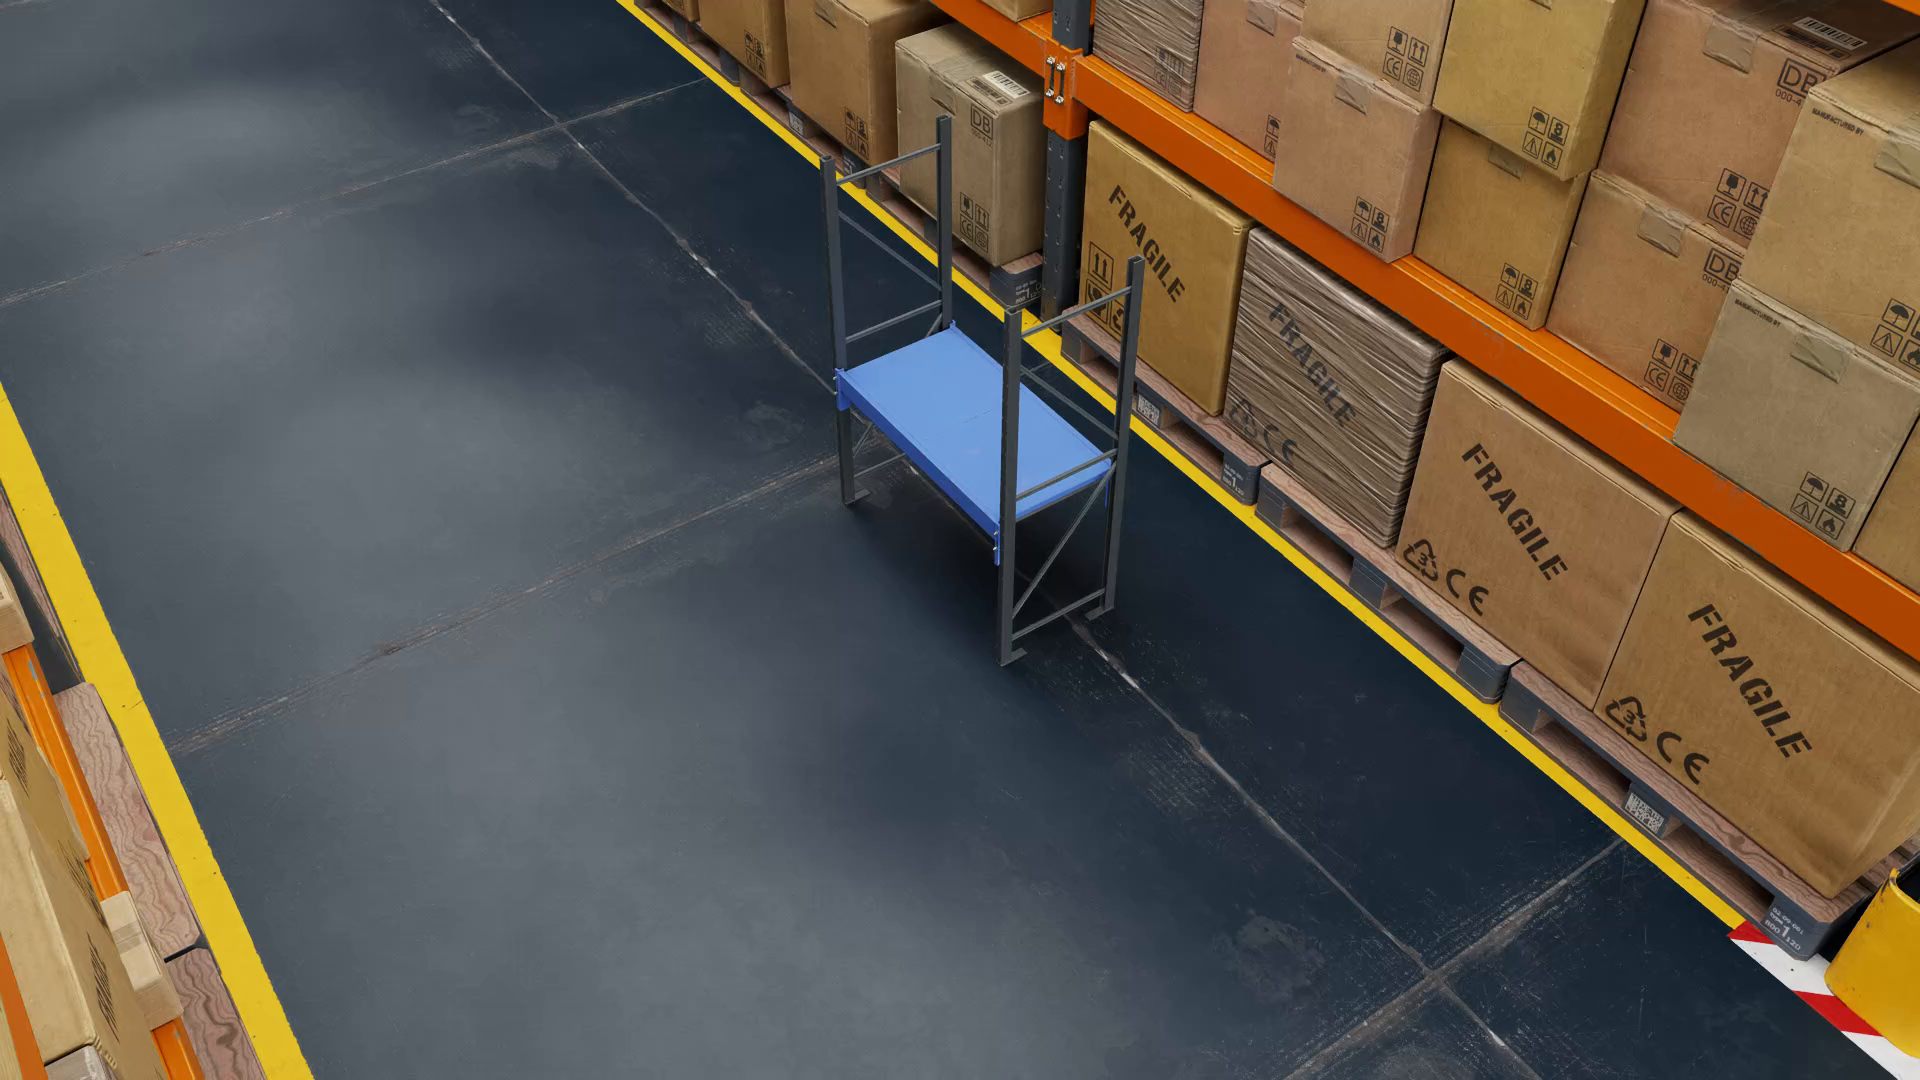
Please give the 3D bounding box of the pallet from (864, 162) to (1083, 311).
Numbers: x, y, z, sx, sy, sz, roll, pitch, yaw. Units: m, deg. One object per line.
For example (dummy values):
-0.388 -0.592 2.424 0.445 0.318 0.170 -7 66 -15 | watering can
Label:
0.289 -1.603 7.776 1.003 0.211 1.213 -26 49 -24 | pallet

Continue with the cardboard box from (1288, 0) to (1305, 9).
1.385 -2.161 5.451 0.875 0.550 0.550 -26 49 -24 | cardboard box

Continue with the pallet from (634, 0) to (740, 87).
-1.107 -2.985 9.224 1.003 0.211 1.213 -26 49 -24 | pallet

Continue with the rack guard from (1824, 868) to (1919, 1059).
3.094 0.979 4.862 1.175 0.500 0.348 -26 49 -24 | rack guard

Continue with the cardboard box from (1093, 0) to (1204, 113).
1.013 -2.054 6.121 0.875 0.550 0.550 -26 49 -24 | cardboard box

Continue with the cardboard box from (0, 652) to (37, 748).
-1.995 0.190 2.867 0.500 0.500 0.500 -26 49 -24 | cardboard box

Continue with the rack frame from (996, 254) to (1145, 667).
0.340 -0.206 5.380 0.500 1.500 0.032 -26 49 -24 | rack frame

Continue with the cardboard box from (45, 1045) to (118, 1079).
-1.137 1.039 1.978 0.500 0.500 0.500 -26 49 -24 | cardboard box

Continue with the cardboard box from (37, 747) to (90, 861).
-2.124 0.650 3.579 0.380 0.149 0.250 -26 49 -24 | cardboard box

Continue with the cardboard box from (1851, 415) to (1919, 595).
2.831 -0.185 4.163 0.875 0.550 0.550 -26 49 -24 | cardboard box

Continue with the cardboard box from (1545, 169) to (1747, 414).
2.281 -0.855 4.865 0.875 0.550 0.550 -26 49 -24 | cardboard box

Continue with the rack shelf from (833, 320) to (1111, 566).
0.049 -0.364 5.806 0.538 0.185 1.000 -26 49 -24 | rack shelf

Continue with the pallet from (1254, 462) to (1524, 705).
1.865 -0.042 6.141 1.003 0.211 1.213 -26 49 -24 | pallet

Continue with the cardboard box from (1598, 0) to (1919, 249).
2.301 -1.255 4.502 0.875 0.550 0.550 -26 49 -24 | cardboard box

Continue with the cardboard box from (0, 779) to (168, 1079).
-1.417 0.753 2.277 0.500 0.500 0.500 -26 49 -24 | cardboard box

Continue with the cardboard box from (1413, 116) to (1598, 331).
1.944 -1.139 5.162 0.875 0.550 0.500 -26 49 -24 | cardboard box

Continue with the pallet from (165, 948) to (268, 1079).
-2.219 1.765 4.249 1.003 0.211 1.213 -26 49 -24 | pallet

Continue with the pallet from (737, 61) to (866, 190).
-0.413 -2.294 8.500 1.003 0.211 1.213 -26 49 -24 | pallet

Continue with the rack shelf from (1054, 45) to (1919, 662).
1.936 -0.811 5.448 1.077 0.370 4.000 -26 49 -24 | rack shelf

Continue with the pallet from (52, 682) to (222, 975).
-2.921 1.073 4.973 1.003 0.211 1.213 -26 49 -24 | pallet

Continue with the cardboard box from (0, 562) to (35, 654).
-2.506 0.203 4.047 0.380 0.149 0.250 -26 49 -24 | cardboard box

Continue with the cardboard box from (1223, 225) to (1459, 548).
1.613 -0.695 6.040 0.875 0.875 0.875 -25 49 -24 | cardboard box

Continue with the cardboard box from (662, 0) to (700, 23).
-1.222 -3.427 8.993 1.050 0.750 0.750 -26 50 -25 | cardboard box

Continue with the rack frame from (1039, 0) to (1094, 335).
0.792 -2.204 6.387 1.000 3.000 0.127 -26 49 -24 | rack frame

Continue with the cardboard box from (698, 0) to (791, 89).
-0.719 -2.933 8.476 1.050 0.750 0.750 -25 49 -24 | cardboard box

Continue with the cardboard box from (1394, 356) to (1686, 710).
2.133 -0.177 5.498 0.875 0.875 0.875 -26 50 -25 | cardboard box

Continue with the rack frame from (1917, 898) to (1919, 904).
3.080 0.061 4.013 1.000 3.000 0.127 -26 49 -24 | rack frame

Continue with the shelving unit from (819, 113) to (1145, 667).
0.049 -0.494 5.682 0.538 1.500 1.048 -26 49 -24 | shelving unit

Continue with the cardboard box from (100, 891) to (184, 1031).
-1.792 0.911 3.306 0.380 0.149 0.250 -26 49 -24 | cardboard box

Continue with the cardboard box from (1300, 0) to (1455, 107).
1.581 -1.801 5.073 0.875 0.550 0.550 -26 49 -24 | cardboard box

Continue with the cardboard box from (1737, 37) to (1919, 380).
2.510 -0.884 4.113 0.875 0.550 0.550 -26 49 -24 | cardboard box

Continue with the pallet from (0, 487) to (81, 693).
-3.781 0.266 5.818 1.003 0.211 1.213 -26 49 -24 | pallet

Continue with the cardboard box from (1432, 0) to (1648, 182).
1.891 -1.504 4.762 0.875 0.550 0.500 -26 49 -24 | cardboard box

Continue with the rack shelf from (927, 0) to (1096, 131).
-0.352 -3.077 7.821 1.077 0.370 4.000 -26 49 -24 | rack shelf

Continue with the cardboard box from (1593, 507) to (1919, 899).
2.638 0.320 4.977 0.875 0.875 0.875 -25 49 -24 | cardboard box

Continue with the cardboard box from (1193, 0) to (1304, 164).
1.346 -1.752 5.804 0.875 0.550 0.550 -26 49 -24 | cardboard box

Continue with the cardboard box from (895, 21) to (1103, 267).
0.363 -1.858 7.349 1.050 0.750 0.750 -26 49 -25 | cardboard box

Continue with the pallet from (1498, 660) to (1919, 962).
2.559 0.648 5.418 1.003 0.211 1.213 -26 49 -24 | pallet

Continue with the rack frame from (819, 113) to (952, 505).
-0.242 -0.782 5.983 0.500 1.500 0.032 -26 49 -24 | rack frame

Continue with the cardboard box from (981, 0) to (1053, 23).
0.274 -2.430 6.551 0.500 0.500 0.500 -26 49 -25 | cardboard box

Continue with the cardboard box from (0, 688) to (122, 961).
-1.704 0.470 2.573 0.500 0.500 0.500 -26 49 -24 | cardboard box

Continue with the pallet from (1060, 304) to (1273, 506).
1.163 -0.734 6.866 1.003 0.211 1.213 -26 49 -24 | pallet

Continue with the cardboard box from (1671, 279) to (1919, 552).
2.498 -0.488 4.480 0.875 0.550 0.550 -26 49 -24 | cardboard box

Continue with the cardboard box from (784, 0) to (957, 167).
-0.186 -2.406 7.923 1.050 0.750 0.750 -26 49 -24 | cardboard box

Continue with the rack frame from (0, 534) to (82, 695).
-3.334 -0.302 4.394 1.000 3.000 0.127 -26 49 -24 | rack frame

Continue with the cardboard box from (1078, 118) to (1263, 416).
1.094 -1.204 6.573 0.875 0.875 0.875 -25 49 -24 | cardboard box

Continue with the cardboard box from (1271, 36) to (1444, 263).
1.558 -1.399 5.435 0.875 0.550 0.550 -26 49 -24 | cardboard box
